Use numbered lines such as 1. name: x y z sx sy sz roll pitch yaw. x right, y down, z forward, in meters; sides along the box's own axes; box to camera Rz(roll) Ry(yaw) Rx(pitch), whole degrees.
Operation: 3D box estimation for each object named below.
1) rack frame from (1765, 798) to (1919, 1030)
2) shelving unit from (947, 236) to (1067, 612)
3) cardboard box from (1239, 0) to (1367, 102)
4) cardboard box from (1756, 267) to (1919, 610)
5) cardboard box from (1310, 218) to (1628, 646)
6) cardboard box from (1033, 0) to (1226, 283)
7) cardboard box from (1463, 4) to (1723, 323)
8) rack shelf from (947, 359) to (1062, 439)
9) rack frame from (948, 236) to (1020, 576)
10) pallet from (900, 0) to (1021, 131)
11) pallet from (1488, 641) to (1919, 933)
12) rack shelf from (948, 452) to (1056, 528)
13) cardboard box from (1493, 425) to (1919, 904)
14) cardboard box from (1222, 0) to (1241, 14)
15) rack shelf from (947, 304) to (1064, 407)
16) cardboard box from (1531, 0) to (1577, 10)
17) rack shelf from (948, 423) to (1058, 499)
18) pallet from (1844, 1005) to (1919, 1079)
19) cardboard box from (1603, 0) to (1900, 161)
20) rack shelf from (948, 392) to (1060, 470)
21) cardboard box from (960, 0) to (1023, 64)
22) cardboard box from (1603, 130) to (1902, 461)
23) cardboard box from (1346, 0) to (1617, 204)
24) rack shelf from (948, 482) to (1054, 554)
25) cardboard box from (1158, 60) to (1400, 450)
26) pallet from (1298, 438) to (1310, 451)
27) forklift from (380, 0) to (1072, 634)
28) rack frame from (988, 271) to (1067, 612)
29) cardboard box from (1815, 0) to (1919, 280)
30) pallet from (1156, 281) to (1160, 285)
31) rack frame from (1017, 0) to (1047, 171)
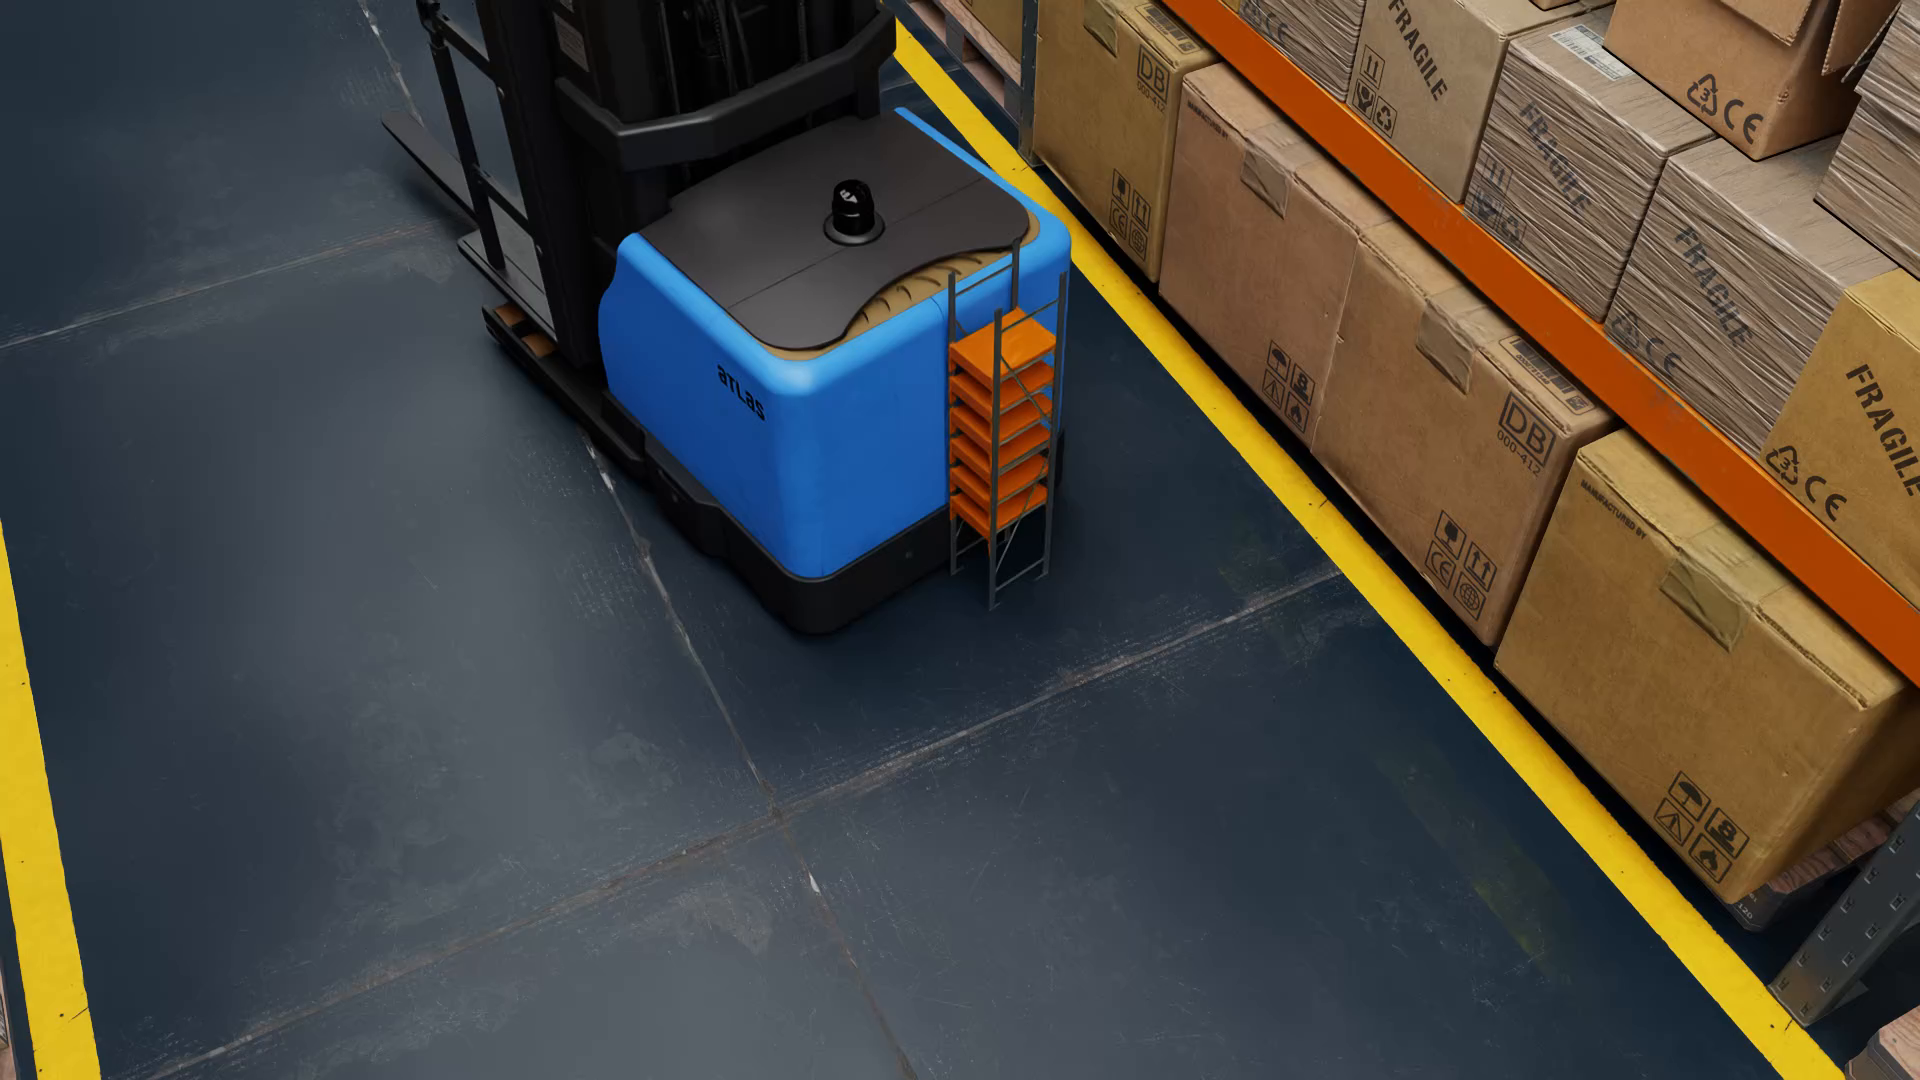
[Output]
1. rack frame: 2.531 0.028 3.233 1.000 3.000 0.127 -21 52 -18
2. shelving unit: 0.122 -0.289 4.706 0.258 1.200 0.189 -32 56 -25
3. cardboard box: 1.148 -1.617 4.605 0.500 0.500 0.500 -22 52 -18
4. cardboard box: 2.084 -0.250 3.409 0.500 0.500 0.500 -20 52 -16
5. cardboard box: 1.832 -0.479 4.809 1.225 0.875 0.875 -21 52 -17
6. cardboard box: 1.011 -1.666 5.847 1.225 0.875 0.875 -21 52 -17
7. cardboard box: 1.621 -0.932 4.006 0.500 0.500 0.500 -23 53 -19
8. rack shelf: 0.122 -0.418 4.558 0.258 0.103 0.180 -32 56 -25
9. rack frame: 0.064 -0.342 4.752 0.240 1.200 0.006 -32 56 -25
10. pallet: 0.422 -2.267 7.093 1.003 0.211 1.213 -21 52 -18
11. pallet: 2.237 0.392 4.767 1.003 0.211 1.213 -21 52 -18
12. rack shelf: 0.122 -0.181 4.829 0.258 0.103 0.180 -32 56 -25
13. cardboard box: 2.233 0.120 4.285 1.225 0.875 0.875 -23 53 -19
14. cardboard box: 0.919 -1.952 4.898 0.500 0.500 0.500 -21 52 -17
15. rack shelf: 0.122 -0.497 4.468 0.258 0.103 0.180 -32 56 -25
16. cardboard box: 1.602 -1.714 4.023 0.797 0.503 0.637 -20 52 -16
17. rack shelf: 0.122 -0.260 4.739 0.258 0.103 0.180 -32 56 -25
18. pallet: 2.887 1.470 3.824 1.003 0.211 1.213 -21 52 -18
19. cardboard box: 1.915 -1.267 3.633 0.797 0.503 0.637 -20 52 -17
20. rack shelf: 0.122 -0.339 4.649 0.258 0.103 0.180 -32 56 -25
21. cardboard box: 0.469 -2.557 6.626 0.875 0.875 0.875 -21 52 -18
22. cardboard box: 1.861 -0.586 3.703 0.500 0.500 0.500 -22 52 -18
23. cardboard box: 1.389 -1.273 4.304 0.500 0.500 0.500 -20 52 -17
24. rack shelf: 0.122 -0.102 4.920 0.258 0.103 0.180 -32 56 -25
25. cardboard box: 1.420 -1.069 5.325 1.225 0.875 0.875 -23 53 -19
26. pallet: 1.683 -0.423 5.480 1.003 0.211 1.213 -21 52 -18
27. forklift: -1.002 -1.736 4.821 1.130 2.935 3.031 -32 56 -25
28. rack frame: 0.181 -0.236 4.659 0.240 1.200 0.006 -32 56 -25
29. cardboard box: 2.210 -0.830 3.250 0.797 0.503 0.637 -20 52 -16
30. pallet: 1.120 -1.241 6.195 1.003 0.211 1.213 -21 52 -18
31. rack frame: 0.700 -2.649 5.574 1.000 3.000 0.127 -21 52 -18
